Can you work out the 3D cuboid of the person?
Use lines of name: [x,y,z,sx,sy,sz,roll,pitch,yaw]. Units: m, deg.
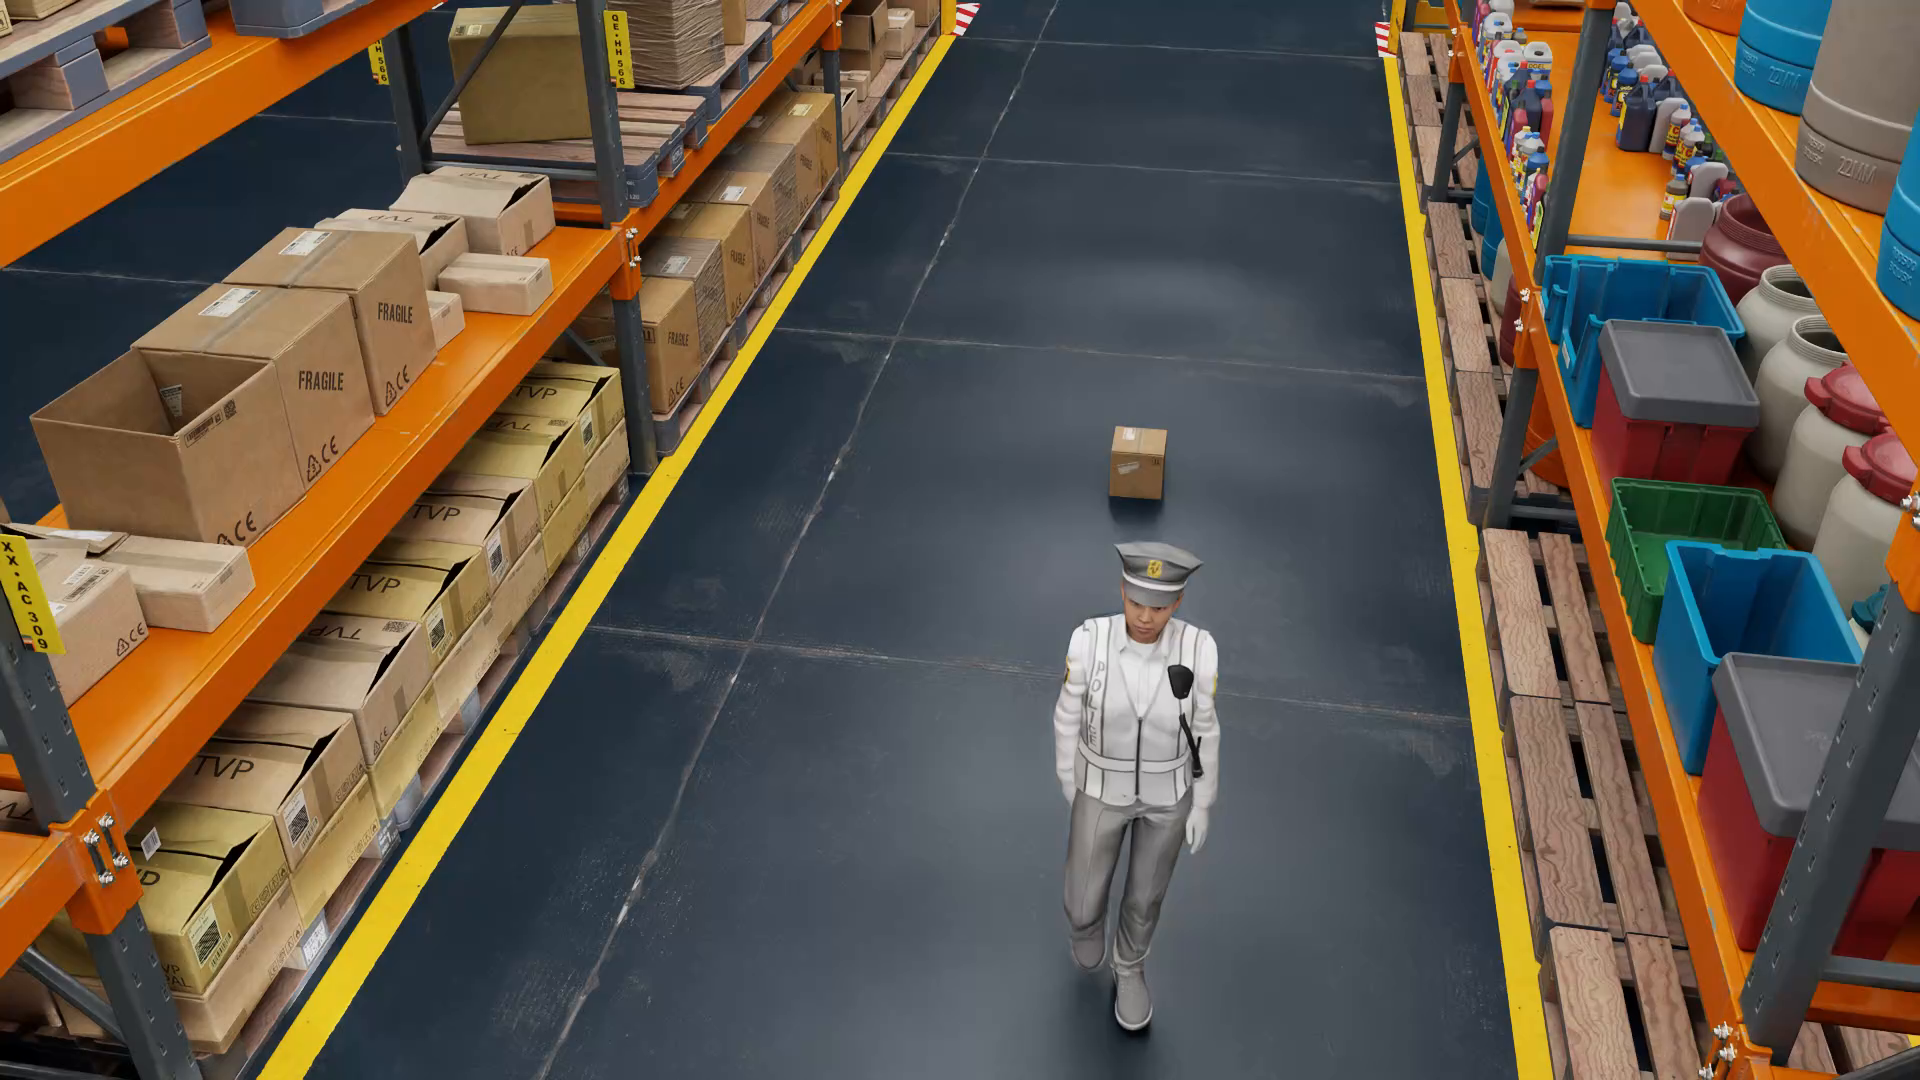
person: [0.514,0.733,4.921,0.486,1.682,0.448,2,33,3]
